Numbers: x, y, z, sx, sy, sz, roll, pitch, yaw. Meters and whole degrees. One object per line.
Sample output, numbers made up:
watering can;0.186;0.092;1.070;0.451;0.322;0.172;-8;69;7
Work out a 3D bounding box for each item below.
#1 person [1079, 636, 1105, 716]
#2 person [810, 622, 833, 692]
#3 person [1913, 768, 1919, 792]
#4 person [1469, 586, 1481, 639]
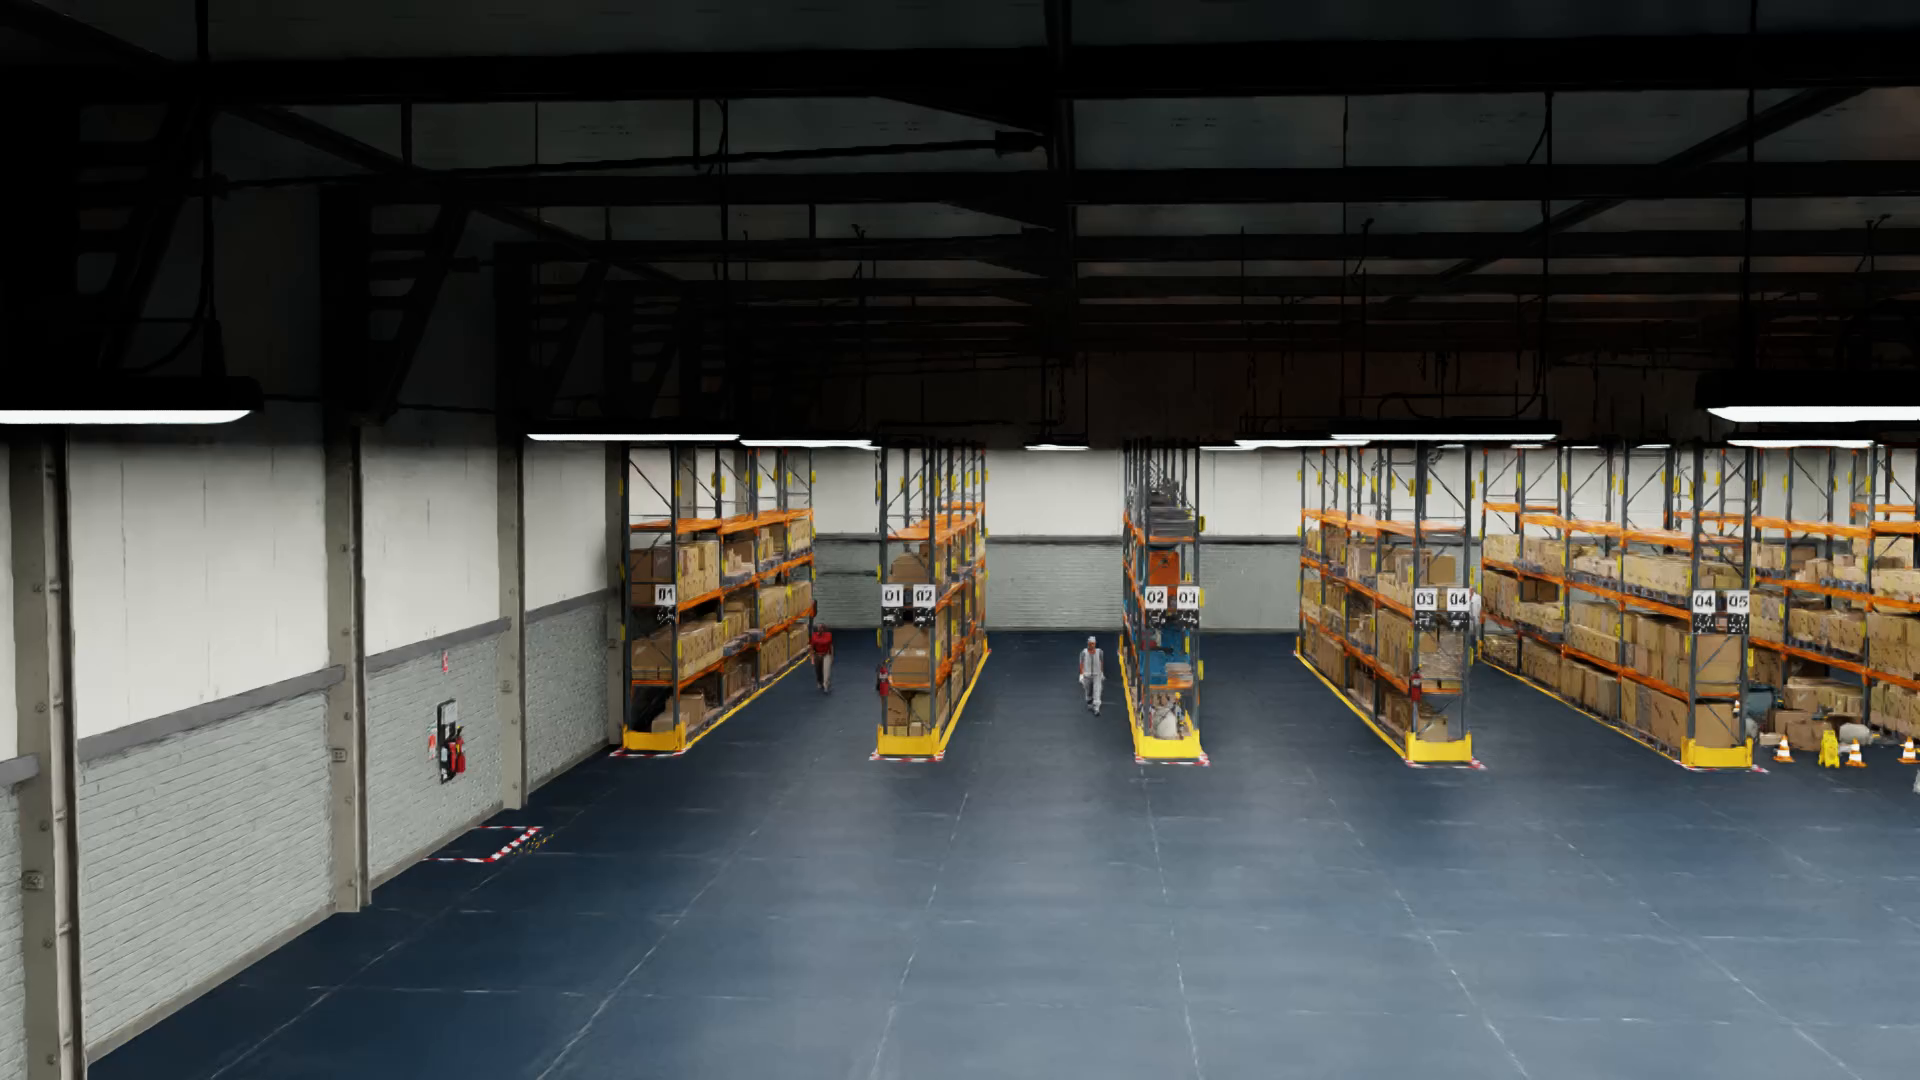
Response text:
person;2.859;2.921;36.108;0.553;1.709;1.123;0;3;7
person;-3.307;2.762;39.547;0.547;1.641;1.115;0;3;3
person;16.316;3.429;27.643;0.638;1.603;0.813;-1;3;-12
person;15.288;2.211;49.654;0.630;1.723;1.046;1;3;24
